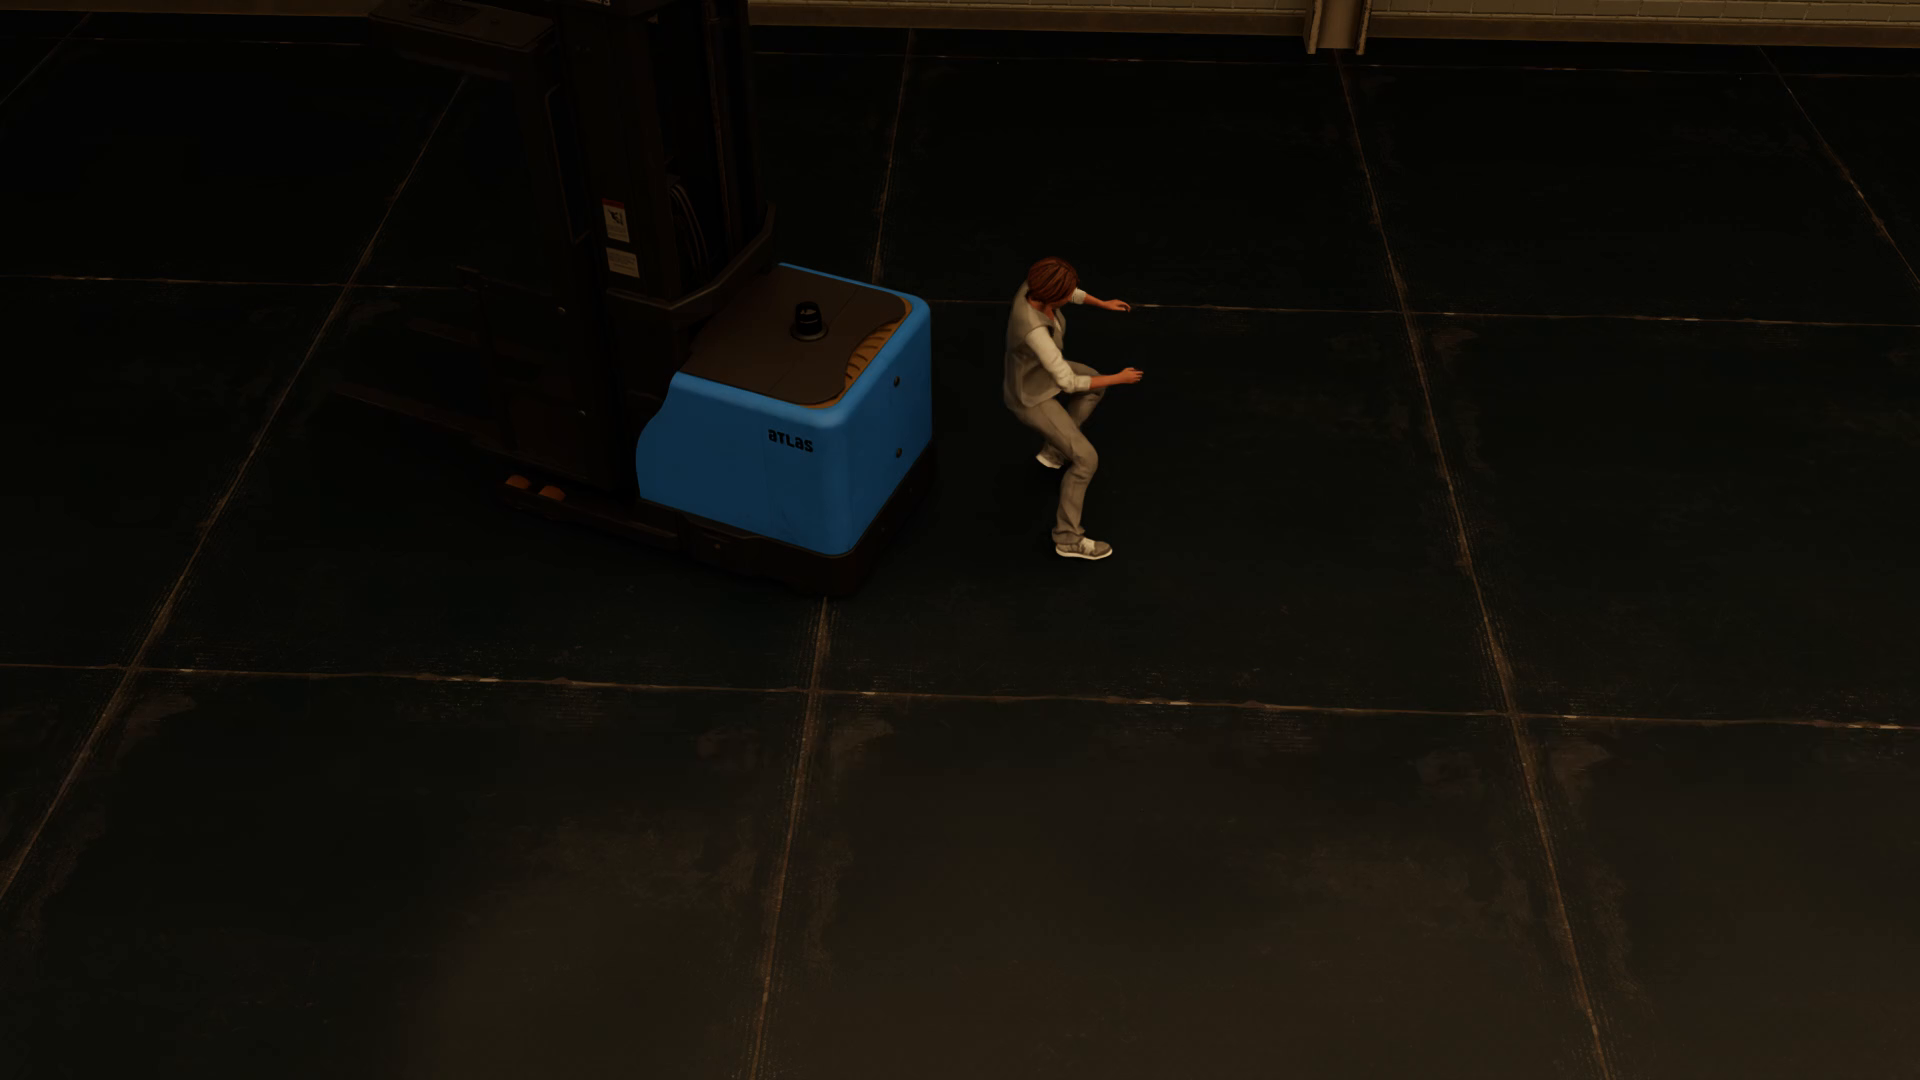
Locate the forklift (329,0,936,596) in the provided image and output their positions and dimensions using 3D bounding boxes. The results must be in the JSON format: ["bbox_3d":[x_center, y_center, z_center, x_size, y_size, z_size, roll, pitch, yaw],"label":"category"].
[{"bbox_3d":[-1.682,-1.486,7.370,3.031,2.935,1.130,17,45,17],"label":"forklift"}]

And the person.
[{"bbox_3d":[0.514,-0.711,7.648,0.642,1.401,0.832,6,43,7],"label":"person"}]
